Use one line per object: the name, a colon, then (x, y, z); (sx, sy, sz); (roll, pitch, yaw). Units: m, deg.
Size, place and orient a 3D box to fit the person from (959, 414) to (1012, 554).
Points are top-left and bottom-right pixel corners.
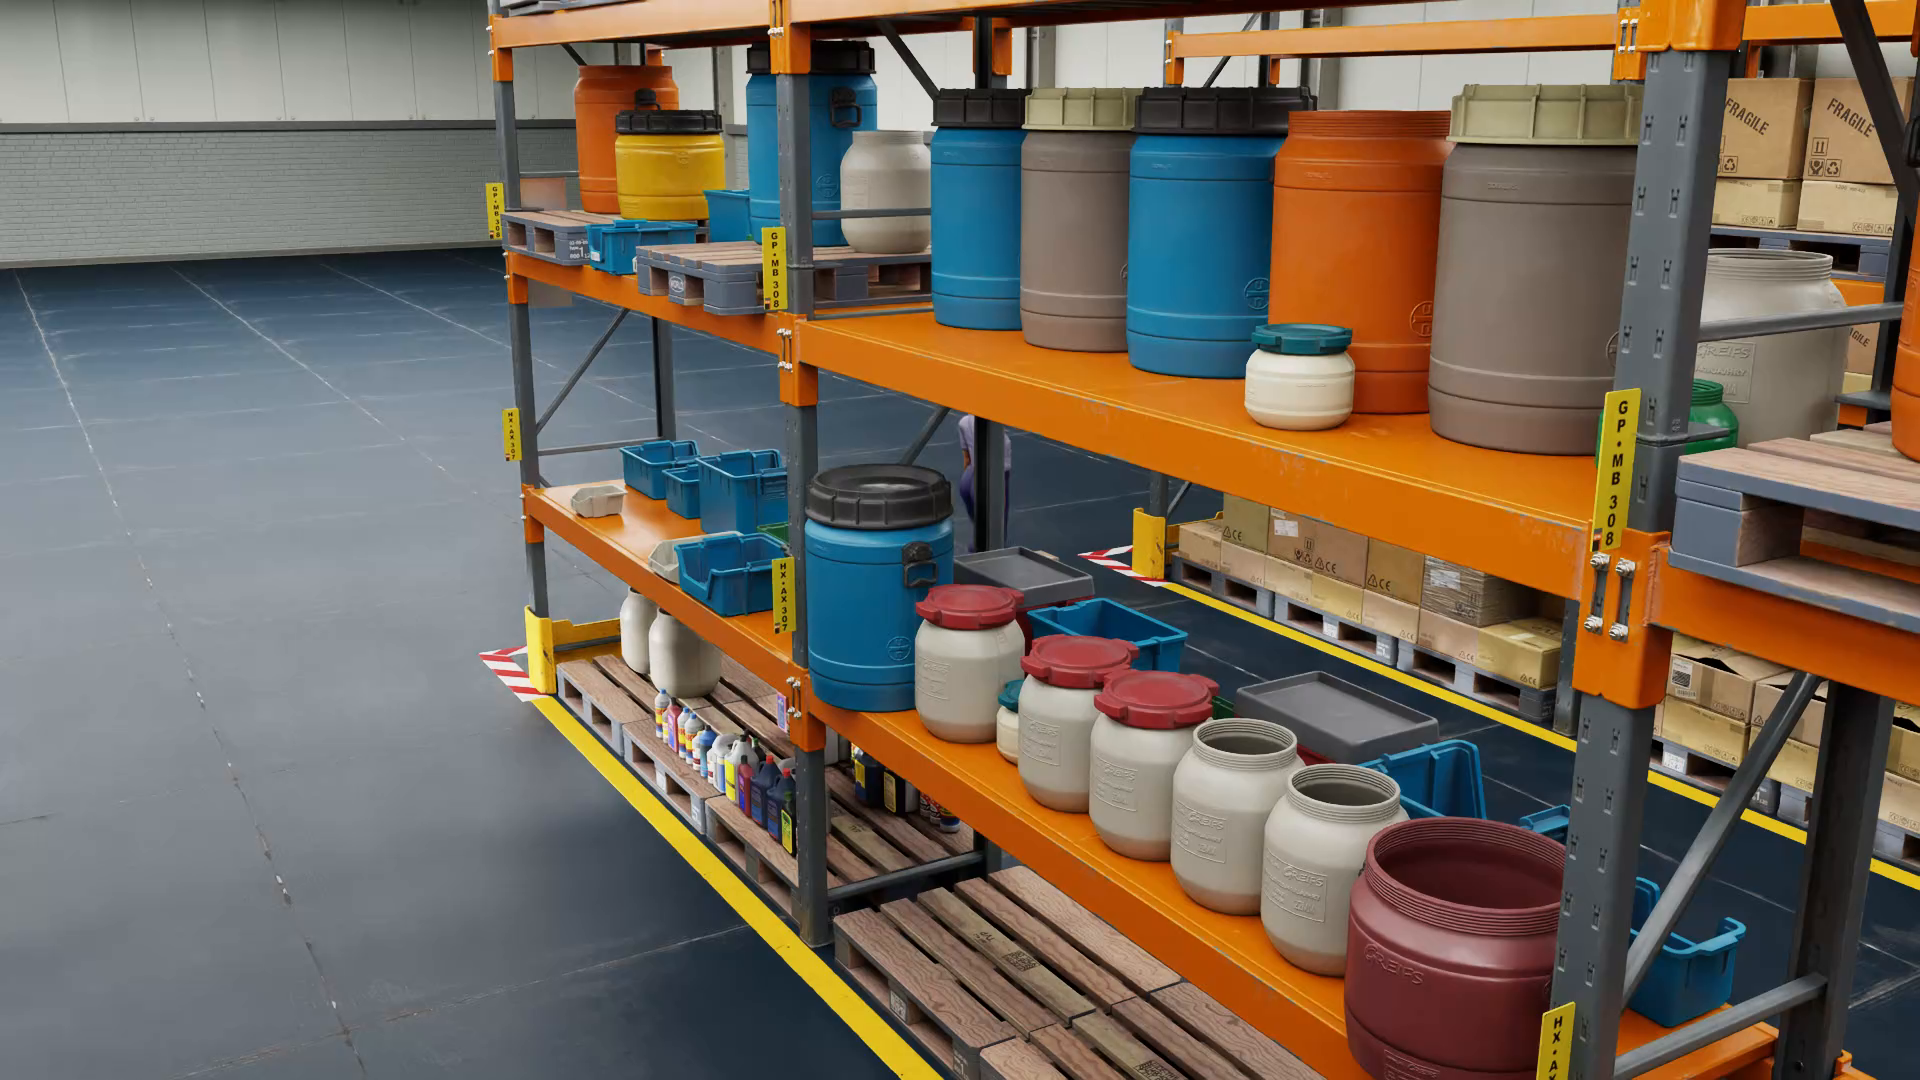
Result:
person: (0.182, -0.329, 12.435); (0.408, 1.716, 0.469); (-8, 17, -29)
